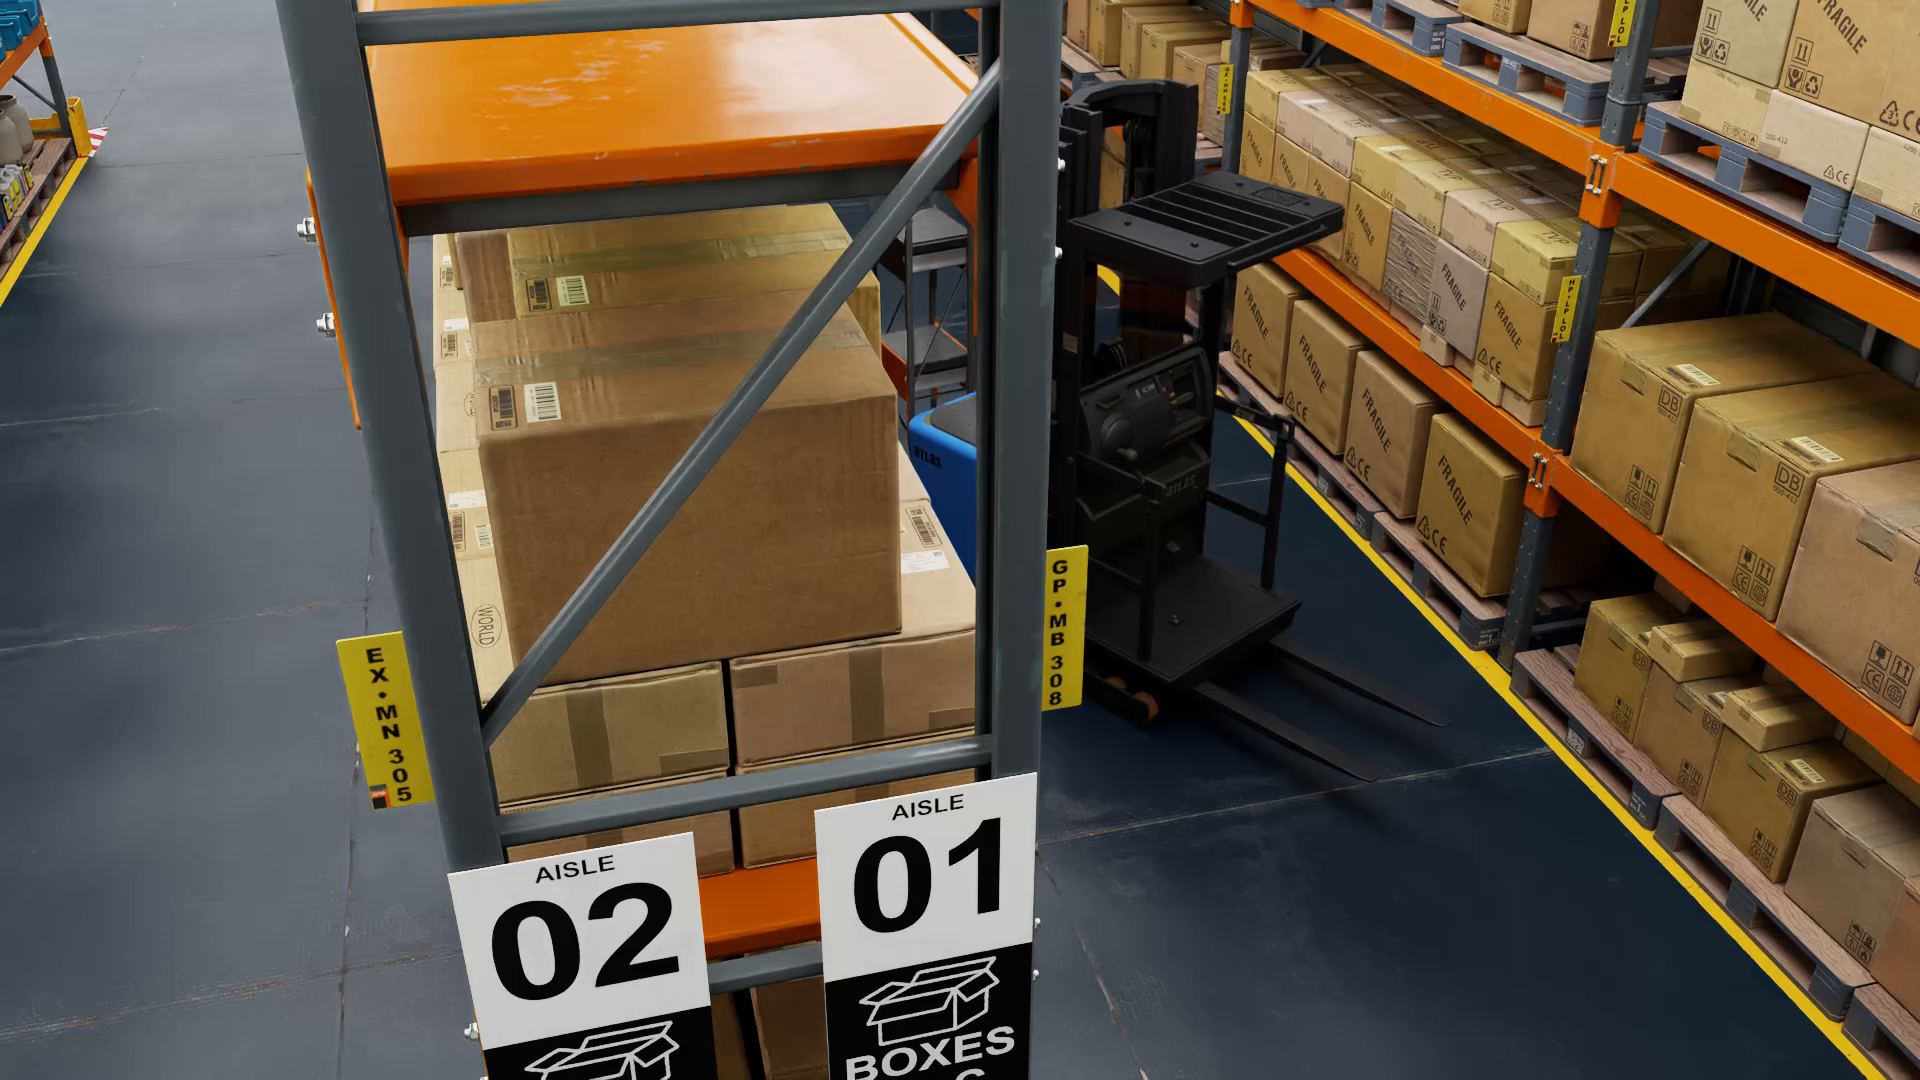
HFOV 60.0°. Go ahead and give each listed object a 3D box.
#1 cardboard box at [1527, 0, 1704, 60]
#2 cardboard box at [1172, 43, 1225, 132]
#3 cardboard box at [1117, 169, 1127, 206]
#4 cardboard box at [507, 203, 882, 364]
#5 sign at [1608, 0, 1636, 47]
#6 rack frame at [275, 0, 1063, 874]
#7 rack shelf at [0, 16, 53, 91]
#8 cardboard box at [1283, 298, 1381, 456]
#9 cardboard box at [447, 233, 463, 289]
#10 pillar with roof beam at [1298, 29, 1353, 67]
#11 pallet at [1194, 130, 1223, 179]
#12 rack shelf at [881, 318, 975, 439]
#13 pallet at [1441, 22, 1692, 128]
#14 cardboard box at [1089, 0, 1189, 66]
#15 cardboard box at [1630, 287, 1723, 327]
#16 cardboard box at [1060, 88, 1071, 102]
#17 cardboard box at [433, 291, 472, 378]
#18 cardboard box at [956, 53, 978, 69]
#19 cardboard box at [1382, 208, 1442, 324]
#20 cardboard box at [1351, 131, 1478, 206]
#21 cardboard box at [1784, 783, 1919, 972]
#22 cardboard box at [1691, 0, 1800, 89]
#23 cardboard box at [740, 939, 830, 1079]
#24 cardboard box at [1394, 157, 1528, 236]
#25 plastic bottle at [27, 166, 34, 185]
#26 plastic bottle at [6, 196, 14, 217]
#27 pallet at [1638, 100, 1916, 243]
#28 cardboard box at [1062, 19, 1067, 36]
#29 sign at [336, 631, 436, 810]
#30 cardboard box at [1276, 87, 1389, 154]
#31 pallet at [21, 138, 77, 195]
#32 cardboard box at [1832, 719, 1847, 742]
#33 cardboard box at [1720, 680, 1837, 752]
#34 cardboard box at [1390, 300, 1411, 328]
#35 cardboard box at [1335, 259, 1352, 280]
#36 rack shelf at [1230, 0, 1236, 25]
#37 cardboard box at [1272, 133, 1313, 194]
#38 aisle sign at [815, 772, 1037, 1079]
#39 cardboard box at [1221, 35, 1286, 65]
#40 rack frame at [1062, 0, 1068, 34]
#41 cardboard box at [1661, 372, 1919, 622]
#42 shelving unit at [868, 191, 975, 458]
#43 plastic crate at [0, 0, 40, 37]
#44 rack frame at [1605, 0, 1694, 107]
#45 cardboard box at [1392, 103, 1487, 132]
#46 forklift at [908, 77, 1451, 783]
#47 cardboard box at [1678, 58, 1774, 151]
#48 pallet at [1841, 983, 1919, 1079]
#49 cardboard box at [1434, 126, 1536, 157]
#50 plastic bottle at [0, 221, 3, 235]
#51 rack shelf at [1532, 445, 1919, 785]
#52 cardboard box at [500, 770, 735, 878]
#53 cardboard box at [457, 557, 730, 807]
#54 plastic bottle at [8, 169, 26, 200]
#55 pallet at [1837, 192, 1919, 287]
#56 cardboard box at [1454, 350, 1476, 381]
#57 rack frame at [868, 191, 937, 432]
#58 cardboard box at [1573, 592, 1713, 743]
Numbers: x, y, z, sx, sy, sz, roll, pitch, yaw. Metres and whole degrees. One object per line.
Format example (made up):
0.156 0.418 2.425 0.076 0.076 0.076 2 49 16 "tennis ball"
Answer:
3.229 -2.659 8.048 0.700 0.500 0.500 -10 31 -16 "cardboard box"
1.986 -3.345 12.227 0.700 0.500 0.500 -11 32 -18 "cardboard box"
1.726 -2.812 13.901 0.700 0.500 0.500 -8 31 -13 "cardboard box"
-0.560 -0.368 3.530 0.700 0.500 0.500 -8 31 -13 "cardboard box"
2.836 -2.269 7.082 0.100 0.325 0.005 -8 31 -13 "sign"
-0.357 -0.692 2.193 1.000 3.000 0.127 -8 31 -13 "rack frame"
-8.850 -3.889 14.423 1.077 0.370 4.000 -8 31 -13 "rack shelf"
2.590 -1.074 10.570 0.750 0.750 0.750 -8 31 -14 "cardboard box"
-1.118 -1.071 4.744 0.700 0.500 0.500 -8 31 -13 "cardboard box"
-1.367 -5.386 10.304 9.100 9.000 0.400 -8 31 -13 "pillar with roof beam"
2.003 -2.866 12.131 1.213 0.211 1.003 -8 31 -13 "pallet"
-0.213 -0.908 9.482 0.431 0.518 0.480 -14 33 -22 "rack shelf"
3.065 -2.339 8.225 0.805 0.209 1.217 -9 31 -15 "pallet"
1.476 -4.264 13.814 0.700 0.500 0.500 -5 30 -8 "cardboard box"
3.477 -1.124 8.512 0.500 0.500 0.500 -9 31 -15 "cardboard box"
0.919 -4.156 16.223 0.500 0.500 0.500 -10 32 -17 "cardboard box"
-1.140 -0.483 4.478 0.500 0.250 0.500 -8 31 -13 "cardboard box"
0.268 -5.164 18.153 0.500 0.311 0.500 -11 32 -19 "cardboard box"
2.721 -1.547 9.242 0.500 0.500 0.500 -8 31 -13 "cardboard box"
2.588 -2.125 9.493 0.500 0.250 0.500 -8 31 -14 "cardboard box"
3.869 1.335 6.756 0.700 0.500 0.500 -9 31 -15 "cardboard box"
3.275 -2.089 6.483 0.500 0.500 0.500 -8 31 -14 "cardboard box"
-0.221 1.179 3.851 0.500 0.500 0.500 -7 31 -12 "cardboard box"
2.724 -1.879 9.068 0.500 0.250 0.500 -7 31 -12 "cardboard box"
-8.470 -3.317 15.071 0.097 0.201 0.097 0 30 0 "plastic bottle"
-8.236 -2.889 14.333 0.097 0.201 0.097 0 30 0 "plastic bottle"
3.563 -1.551 6.760 1.003 0.211 1.213 -8 31 -13 "pallet"
0.815 -4.684 15.208 0.500 0.250 0.500 -8 31 -13 "cardboard box"
-0.898 0.288 2.612 0.100 0.325 0.005 -8 31 -13 "sign"
2.310 -2.612 10.334 0.500 0.250 0.500 -8 31 -14 "cardboard box"
-9.105 -3.536 15.879 1.003 0.211 1.213 -8 31 -13 "pallet"
3.887 0.714 7.182 0.380 0.149 0.250 -8 31 -13 "cardboard box"
3.510 0.748 7.122 0.380 0.149 0.250 -9 31 -15 "cardboard box"
2.699 -1.333 9.520 0.380 0.149 0.250 -9 31 -15 "cardboard box"
2.527 -1.712 10.175 0.380 0.149 0.250 -7 31 -13 "cardboard box"
1.764 -4.572 12.610 1.077 0.370 4.000 -8 31 -13 "rack shelf"
2.307 -2.277 10.505 0.500 0.500 0.500 -7 31 -12 "cardboard box"
-0.056 0.774 3.055 0.394 0.787 0.004 -8 31 -13 "aisle sign"
2.074 -3.450 11.761 0.380 0.149 0.250 -13 33 -22 "cardboard box"
1.233 -4.551 14.850 1.000 3.000 0.127 -8 31 -13 "rack frame"
3.673 -0.200 7.033 0.980 0.700 0.700 -9 31 -15 "cardboard box"
-0.213 -0.920 9.475 0.431 2.100 0.503 -14 33 -22 "shelving unit"
-8.959 -4.900 15.600 0.499 0.251 0.616 -8 31 -13 "plastic crate"
3.356 -3.284 6.672 1.000 3.000 0.127 -8 31 -13 "rack frame"
2.932 -2.441 10.039 0.500 0.250 0.500 -9 31 -15 "cardboard box"
1.083 -0.630 8.143 1.130 2.935 3.031 -26 39 -37 "forklift"
3.285 -1.777 6.693 0.500 0.250 0.500 -8 31 -13 "cardboard box"
4.130 2.075 6.185 1.003 0.211 1.213 -8 31 -13 "pallet"
3.068 -2.195 9.615 0.500 0.250 0.500 -9 31 -14 "cardboard box"
-8.133 -2.723 13.897 0.144 0.351 0.185 -7 31 -12 "plastic bottle"
3.887 0.590 6.686 1.077 0.370 4.000 -8 31 -13 "rack shelf"
-0.748 0.458 3.350 0.500 0.250 0.500 -8 31 -13 "cardboard box"
-0.739 0.241 3.227 0.500 0.250 0.500 -8 31 -13 "cardboard box"
-8.393 -3.157 14.720 0.152 0.276 0.135 -9 31 -15 "plastic bottle"
3.884 -0.963 5.744 1.003 0.211 1.213 -8 31 -13 "pallet"
2.879 -0.963 8.881 0.380 0.149 0.250 -7 31 -12 "cardboard box"
-0.321 -1.030 9.664 0.400 2.100 0.015 -14 33 -22 "rack frame"
3.456 0.587 8.048 0.700 0.500 0.500 -7 31 -13 "cardboard box"
